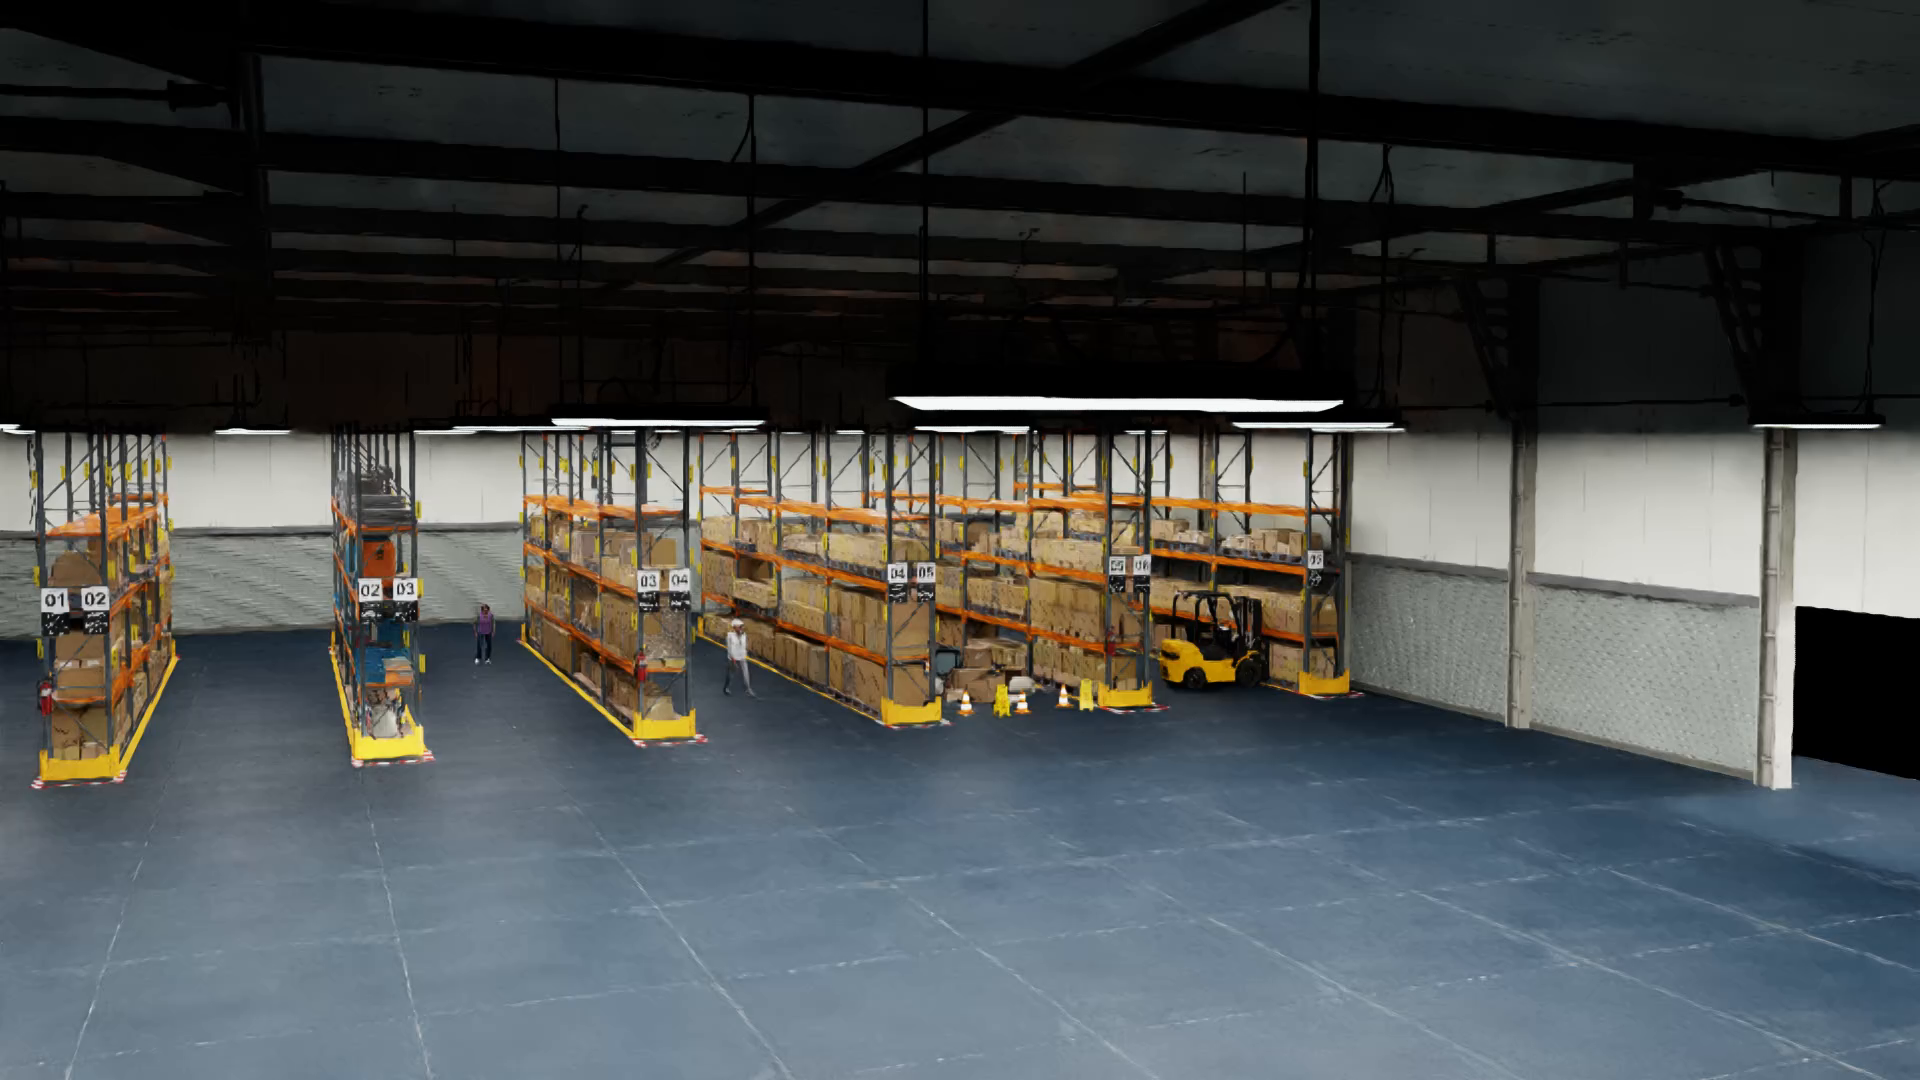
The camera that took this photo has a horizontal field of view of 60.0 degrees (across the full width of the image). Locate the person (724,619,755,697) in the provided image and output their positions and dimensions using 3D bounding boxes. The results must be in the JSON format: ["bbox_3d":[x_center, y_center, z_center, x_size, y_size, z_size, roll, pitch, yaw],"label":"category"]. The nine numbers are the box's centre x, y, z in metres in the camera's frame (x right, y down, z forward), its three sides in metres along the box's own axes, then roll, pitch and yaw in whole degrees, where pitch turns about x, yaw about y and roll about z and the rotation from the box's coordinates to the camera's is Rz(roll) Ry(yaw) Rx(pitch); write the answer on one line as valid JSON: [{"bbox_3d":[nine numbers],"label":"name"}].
[{"bbox_3d":[-4.895,2.577,36.493,0.538,1.715,1.029,-2,4,-31],"label":"person"}]

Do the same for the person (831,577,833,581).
[{"bbox_3d":[-3.852,1.806,49.385,0.521,1.667,0.586,-3,4,-37],"label":"person"}]

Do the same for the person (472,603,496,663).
[{"bbox_3d":[-11.983,2.344,41.870,0.566,1.541,0.519,-2,4,-25],"label":"person"}]
